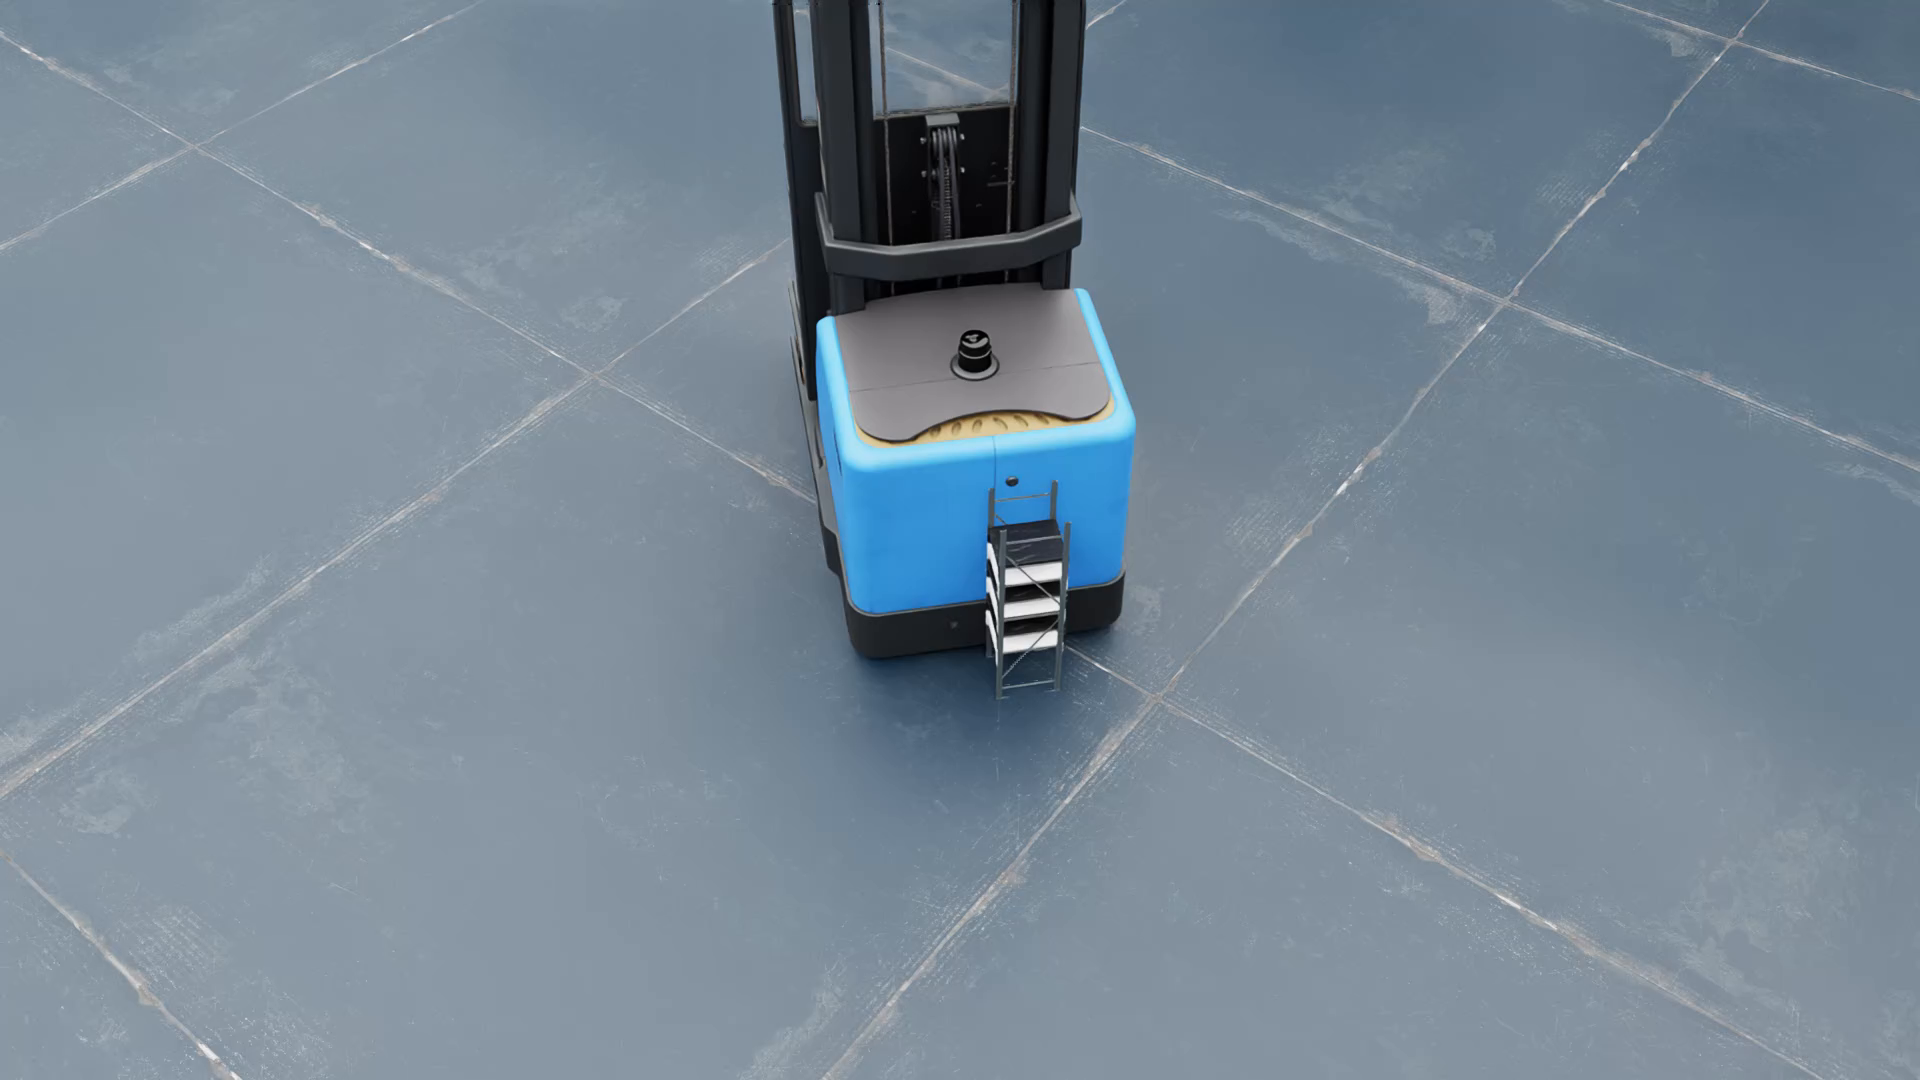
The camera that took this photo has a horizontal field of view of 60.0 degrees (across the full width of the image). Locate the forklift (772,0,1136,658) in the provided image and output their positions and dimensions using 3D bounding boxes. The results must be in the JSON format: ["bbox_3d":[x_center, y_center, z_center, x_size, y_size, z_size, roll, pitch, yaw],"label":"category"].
[{"bbox_3d":[-0.146,-1.653,6.302,1.130,2.935,3.031,-7,47,-7],"label":"forklift"}]

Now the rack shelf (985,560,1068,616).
[{"bbox_3d":[0.235,0.155,5.902,0.258,0.077,0.200,-7,47,-7],"label":"rack shelf"}]

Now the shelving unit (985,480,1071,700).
[{"bbox_3d":[0.235,0.194,5.942,0.258,0.900,0.210,-7,47,-7],"label":"shelving unit"}]

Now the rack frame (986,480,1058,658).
[{"bbox_3d":[0.217,0.122,6.012,0.240,0.900,0.006,-7,47,-7],"label":"rack frame"}]

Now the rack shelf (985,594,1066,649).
[{"bbox_3d":[0.235,0.279,6.032,0.258,0.077,0.200,-7,47,-7],"label":"rack shelf"}]

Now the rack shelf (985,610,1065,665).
[{"bbox_3d":[0.235,0.341,6.097,0.258,0.077,0.200,-7,47,-7],"label":"rack shelf"}]

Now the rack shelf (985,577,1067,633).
[{"bbox_3d":[0.235,0.217,5.967,0.258,0.077,0.200,-7,47,-7],"label":"rack shelf"}]

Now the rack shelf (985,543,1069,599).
[{"bbox_3d":[0.235,0.093,5.836,0.258,0.077,0.200,-7,47,-7],"label":"rack shelf"}]

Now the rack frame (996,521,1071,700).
[{"bbox_3d":[0.253,0.266,5.873,0.240,0.900,0.006,-7,47,-7],"label":"rack frame"}]

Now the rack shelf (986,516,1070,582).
[{"bbox_3d":[0.235,0.030,5.771,0.258,0.077,0.200,-7,47,-7],"label":"rack shelf"}]
